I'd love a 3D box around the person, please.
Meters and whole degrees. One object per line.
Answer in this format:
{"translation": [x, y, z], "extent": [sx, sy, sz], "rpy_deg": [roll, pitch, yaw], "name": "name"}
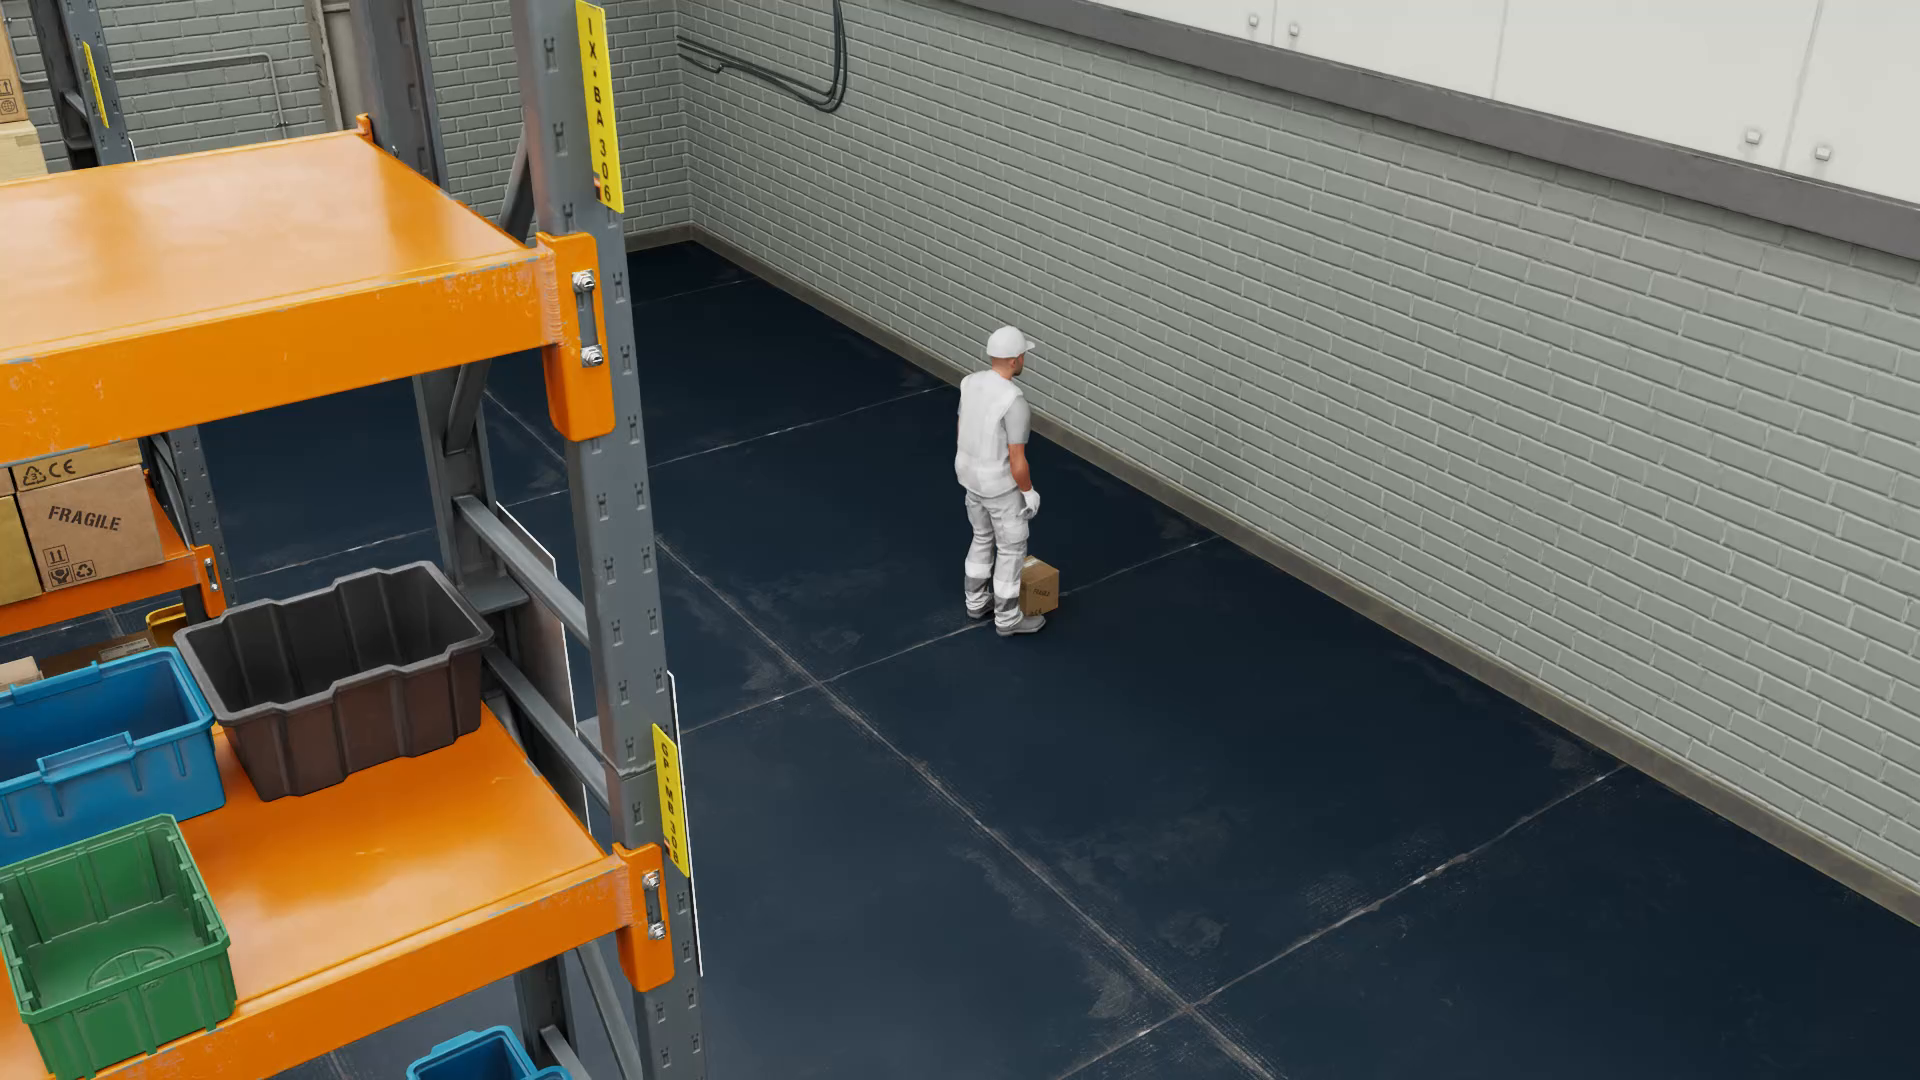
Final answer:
{"translation": [0.219, -0.329, 9.276], "extent": [0.448, 1.777, 0.607], "rpy_deg": [-19, 33, -31], "name": "person"}
